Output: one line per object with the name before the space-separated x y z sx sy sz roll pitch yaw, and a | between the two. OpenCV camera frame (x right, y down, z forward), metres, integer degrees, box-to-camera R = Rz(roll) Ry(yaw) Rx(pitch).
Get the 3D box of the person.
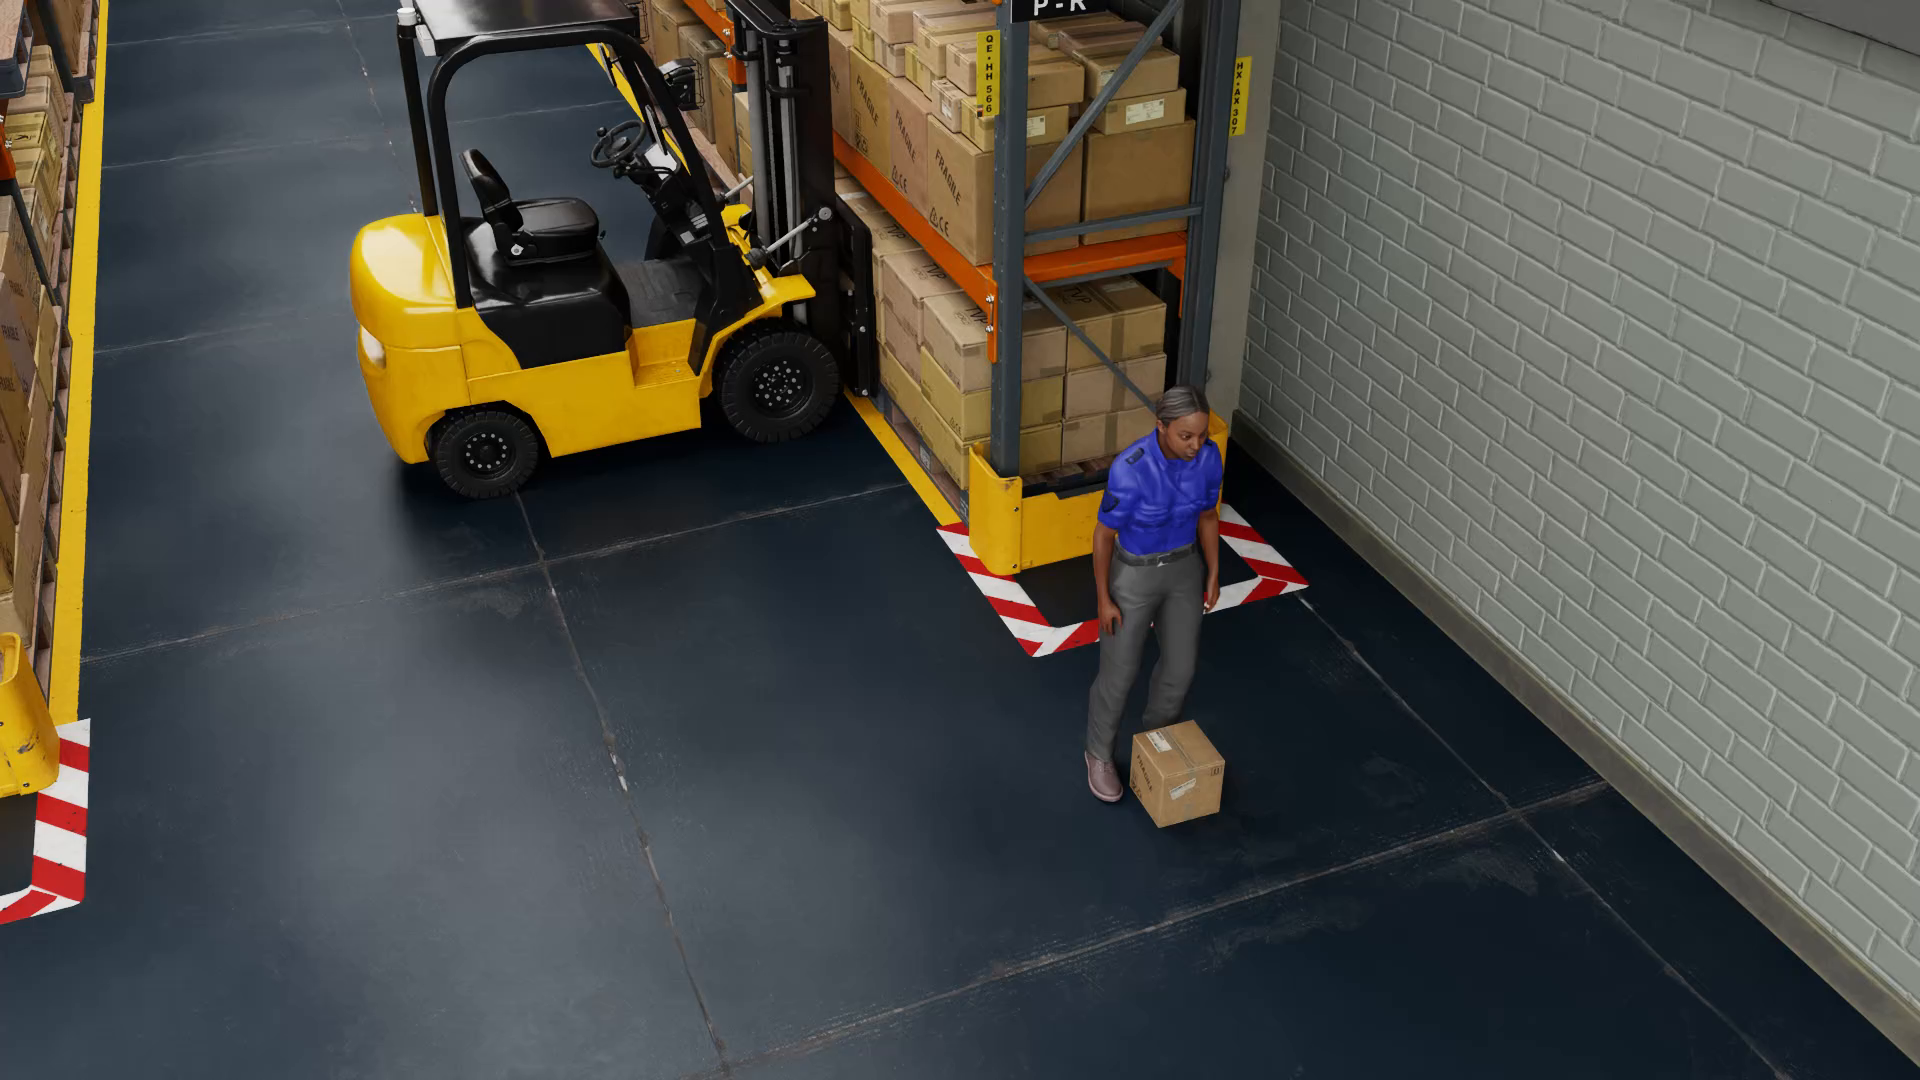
person | 0.692 0.160 5.905 0.506 1.655 0.346 -13 36 -18
